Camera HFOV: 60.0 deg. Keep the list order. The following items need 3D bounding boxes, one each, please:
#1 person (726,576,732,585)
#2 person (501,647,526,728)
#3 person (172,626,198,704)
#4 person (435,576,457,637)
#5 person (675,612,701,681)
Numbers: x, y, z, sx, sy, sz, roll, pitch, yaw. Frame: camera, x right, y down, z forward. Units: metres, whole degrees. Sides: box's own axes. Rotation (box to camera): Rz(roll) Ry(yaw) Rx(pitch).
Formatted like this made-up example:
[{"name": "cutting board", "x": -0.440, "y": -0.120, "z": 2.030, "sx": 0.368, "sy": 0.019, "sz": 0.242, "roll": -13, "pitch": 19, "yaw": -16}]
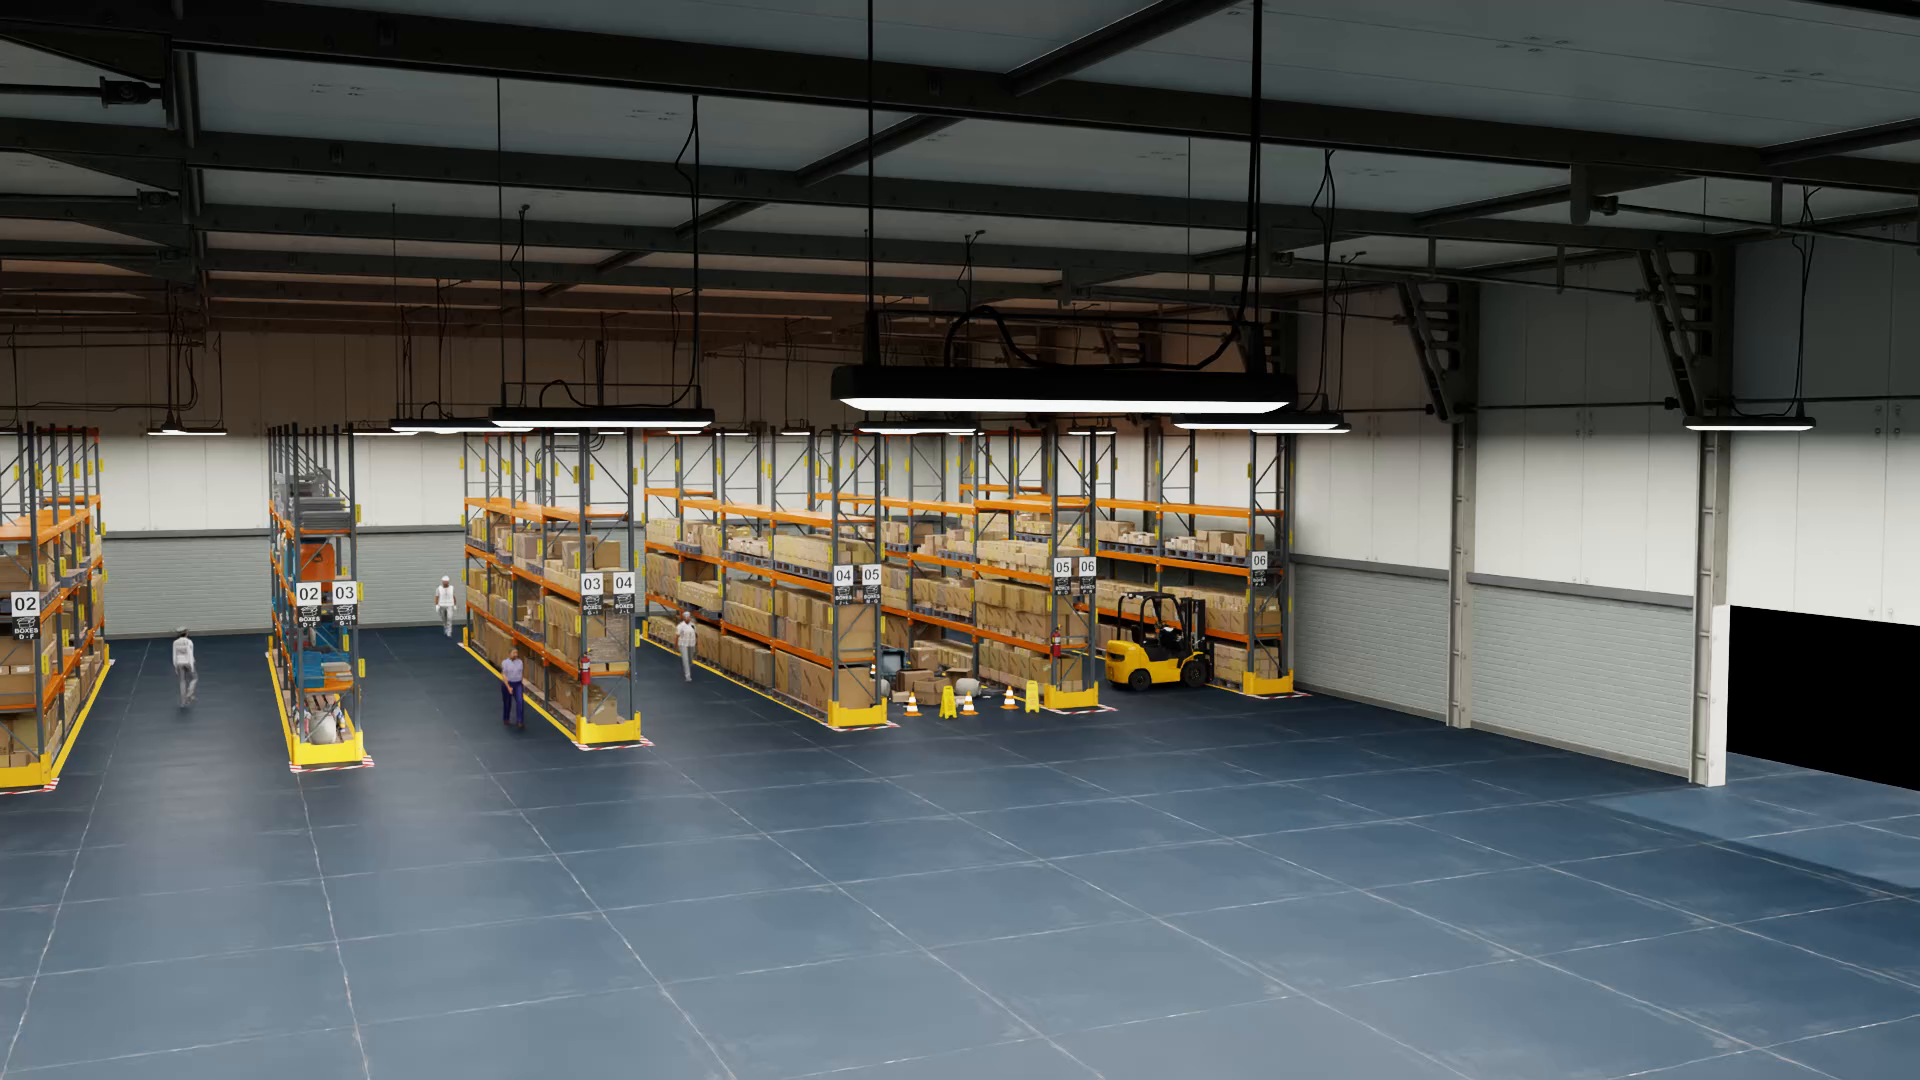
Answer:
[{"name": "person", "x": -6.959, "y": 1.879, "z": 49.890, "sx": 1.056, "sy": 1.575, "sz": 0.429, "roll": -3, "pitch": 4, "yaw": -39}, {"name": "person", "x": -8.821, "y": 2.904, "z": 32.874, "sx": 0.474, "sy": 1.588, "sz": 0.982, "roll": -2, "pitch": 4, "yaw": -32}, {"name": "person", "x": -16.672, "y": 2.688, "z": 35.765, "sx": 0.519, "sy": 1.660, "sz": 0.446, "roll": -1, "pitch": 4, "yaw": -11}, {"name": "person", "x": -14.842, "y": 1.904, "z": 47.885, "sx": 0.547, "sy": 1.716, "sz": 1.021, "roll": 0, "pitch": 3, "yaw": -5}, {"name": "person", "x": -6.453, "y": 2.497, "z": 39.400, "sx": 0.576, "sy": 1.604, "sz": 1.034, "roll": -2, "pitch": 4, "yaw": -25}]
